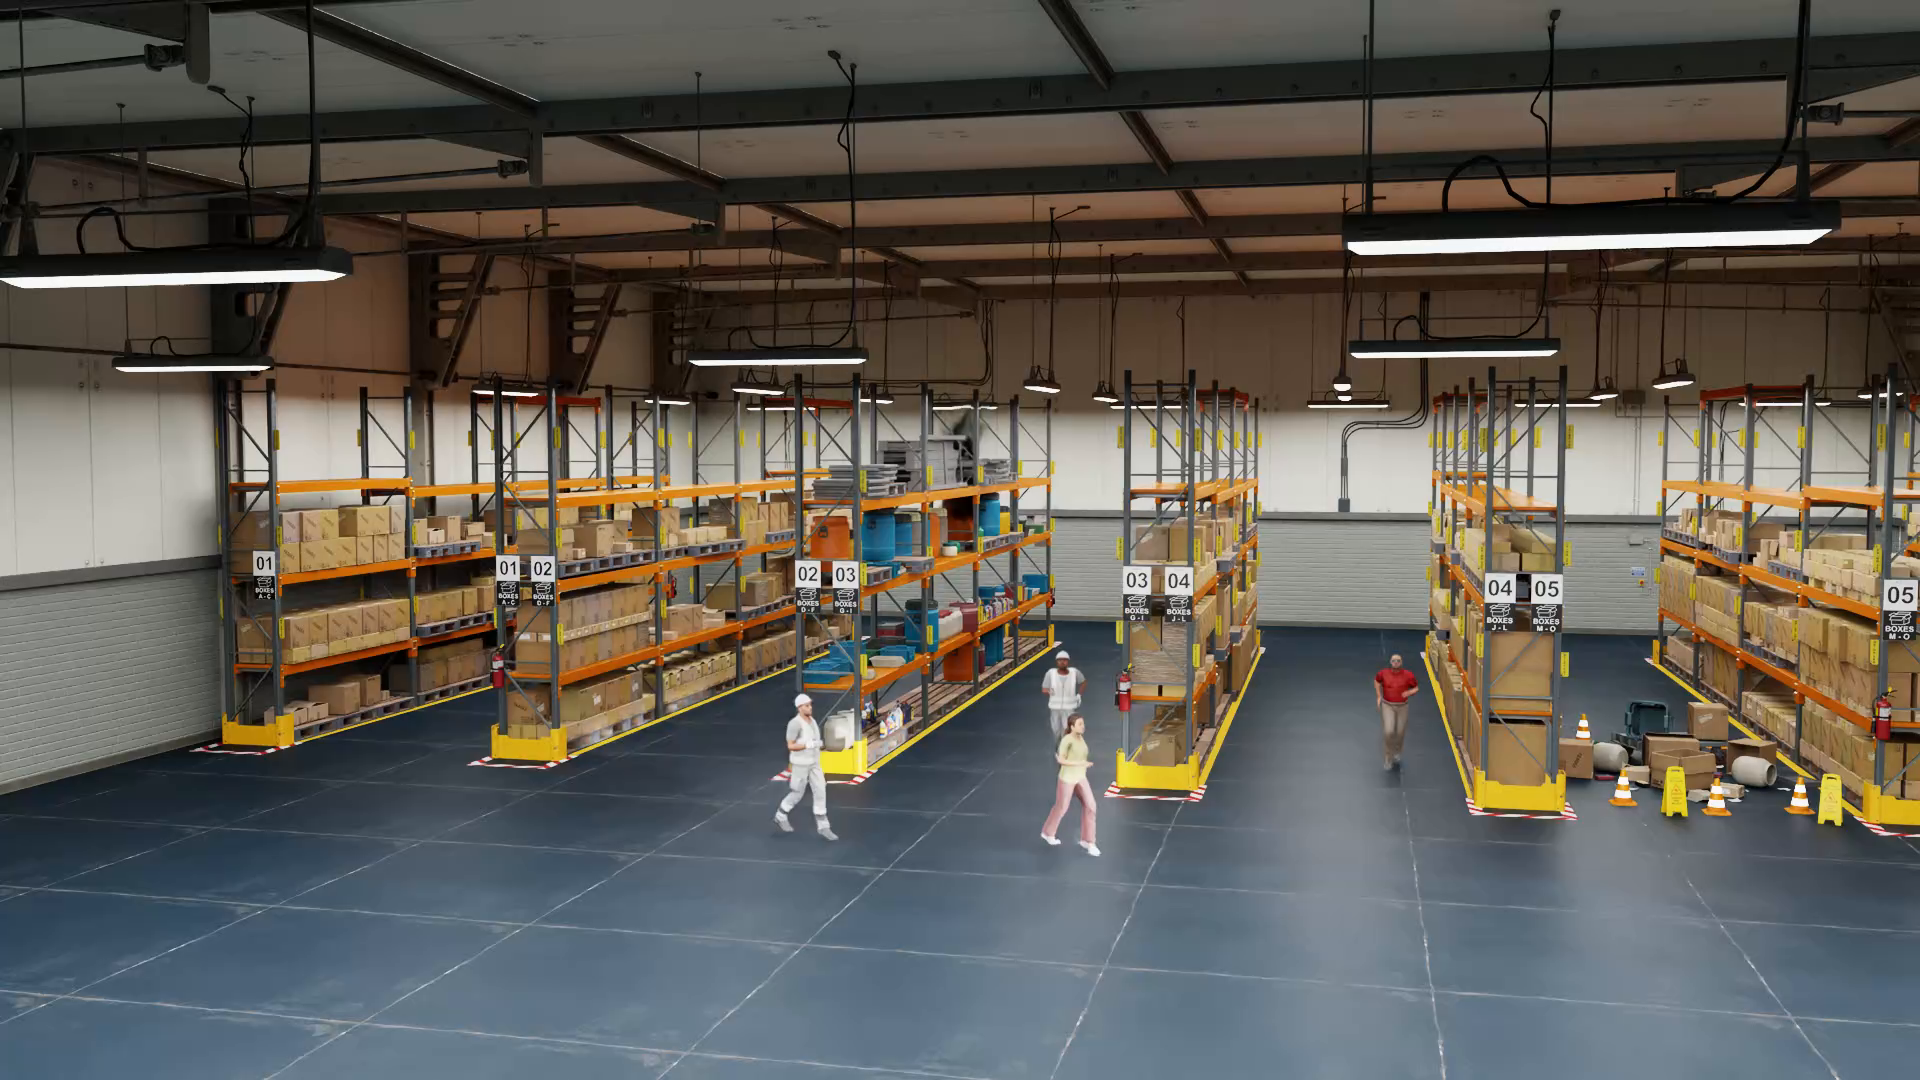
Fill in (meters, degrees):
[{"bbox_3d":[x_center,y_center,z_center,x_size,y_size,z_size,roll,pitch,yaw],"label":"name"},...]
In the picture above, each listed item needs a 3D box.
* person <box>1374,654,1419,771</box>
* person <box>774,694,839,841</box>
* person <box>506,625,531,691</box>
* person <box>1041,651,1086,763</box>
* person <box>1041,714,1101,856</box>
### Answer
[{"bbox_3d":[6.683,2.635,25.457,0.643,1.795,0.786,1,3,10],"label":"person"},{"bbox_3d":[-1.948,2.831,20.835,0.920,1.809,0.648,2,4,34],"label":"person"},{"bbox_3d":[-7.861,2.332,29.851,0.724,1.757,1.052,1,3,8],"label":"person"},{"bbox_3d":[1.570,2.601,25.307,0.669,1.825,0.710,0,3,8],"label":"person"},{"bbox_3d":[1.326,2.965,20.217,0.520,1.681,0.816,-3,5,-43],"label":"person"}]
